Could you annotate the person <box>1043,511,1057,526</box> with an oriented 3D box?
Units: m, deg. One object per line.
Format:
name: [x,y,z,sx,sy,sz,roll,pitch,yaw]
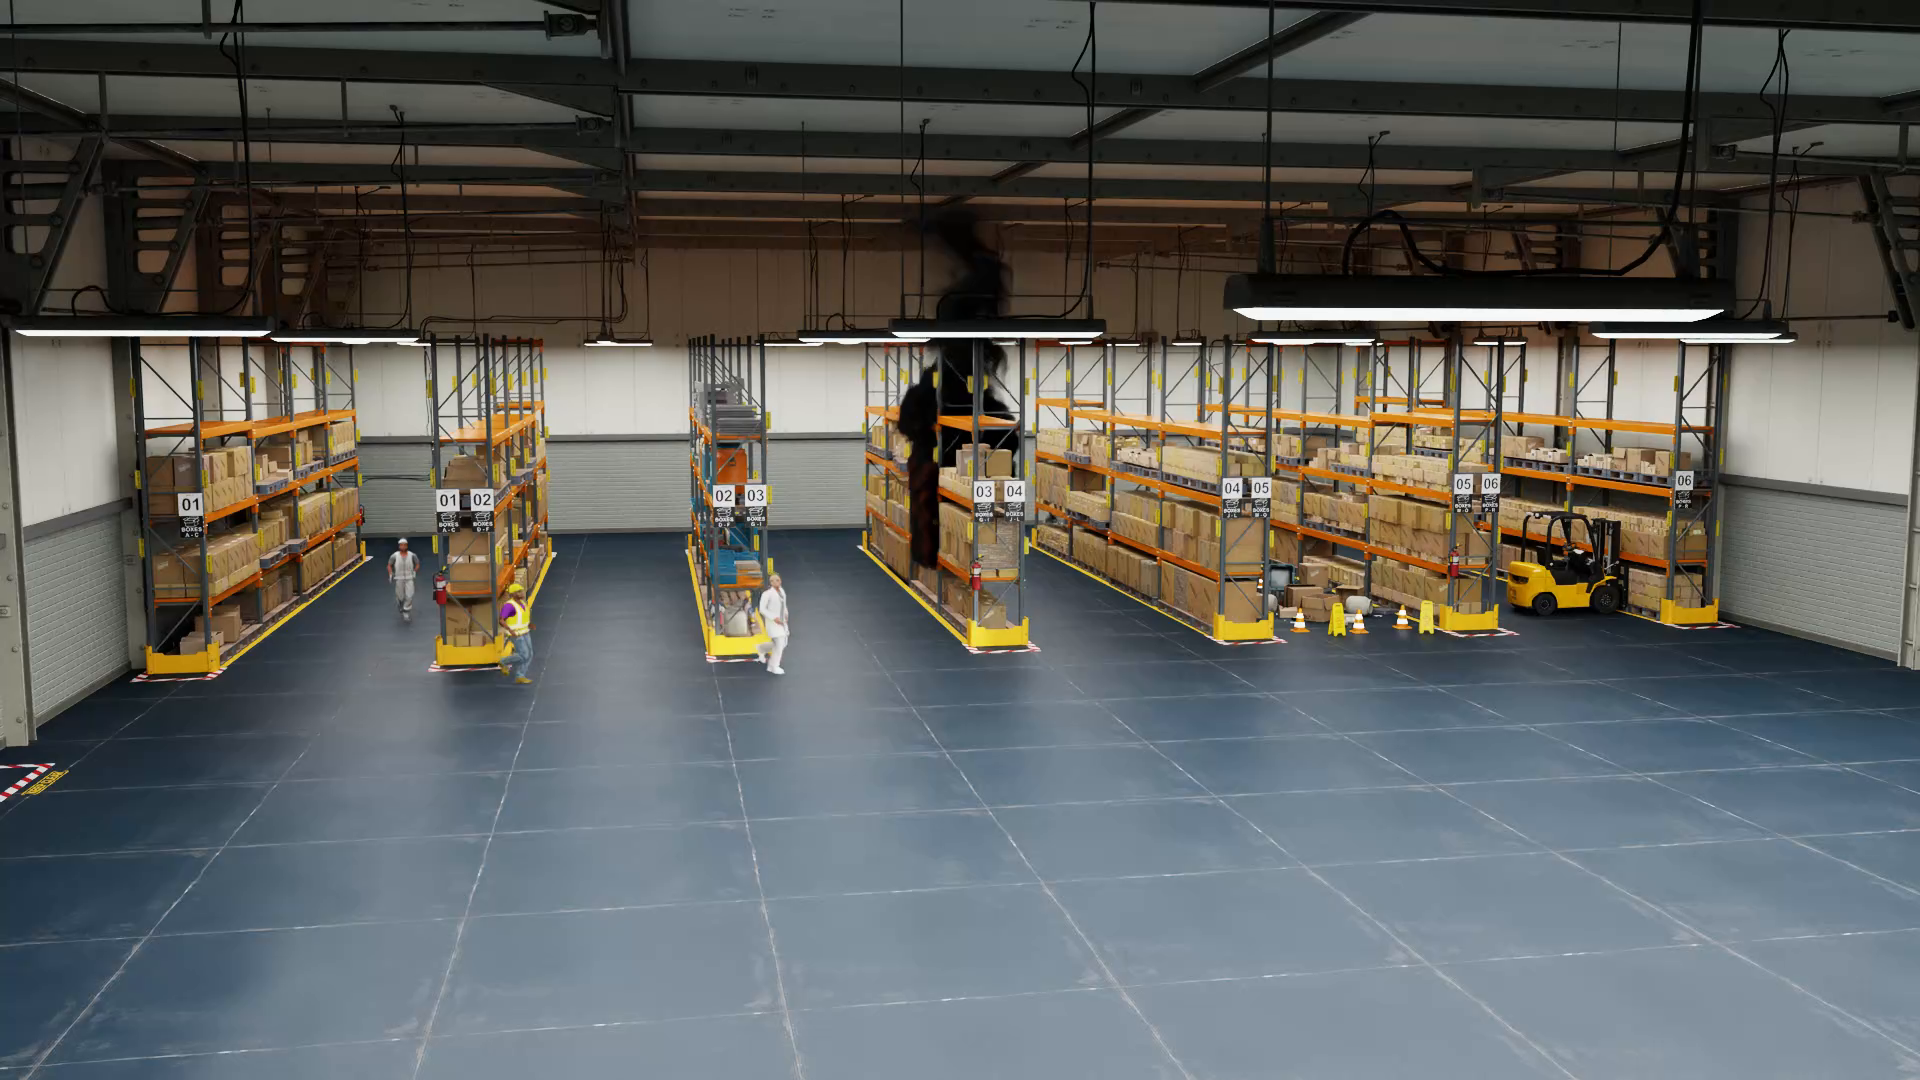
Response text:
person: [2.702,-0.831,50.033,0.825,1.626,0.677,3,7,26]

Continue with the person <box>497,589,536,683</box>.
person: [-7.637,1.622,28.593,0.592,1.686,0.713,2,7,15]

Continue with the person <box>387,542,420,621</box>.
person: [-11.753,0.862,35.188,0.657,1.696,0.605,-3,7,-23]

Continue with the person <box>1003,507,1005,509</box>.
person: [1.491,-0.736,49.213,0.821,1.696,0.579,-3,7,-23]

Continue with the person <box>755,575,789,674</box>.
person: [-3.351,1.522,29.620,0.712,1.673,0.729,4,8,29]
